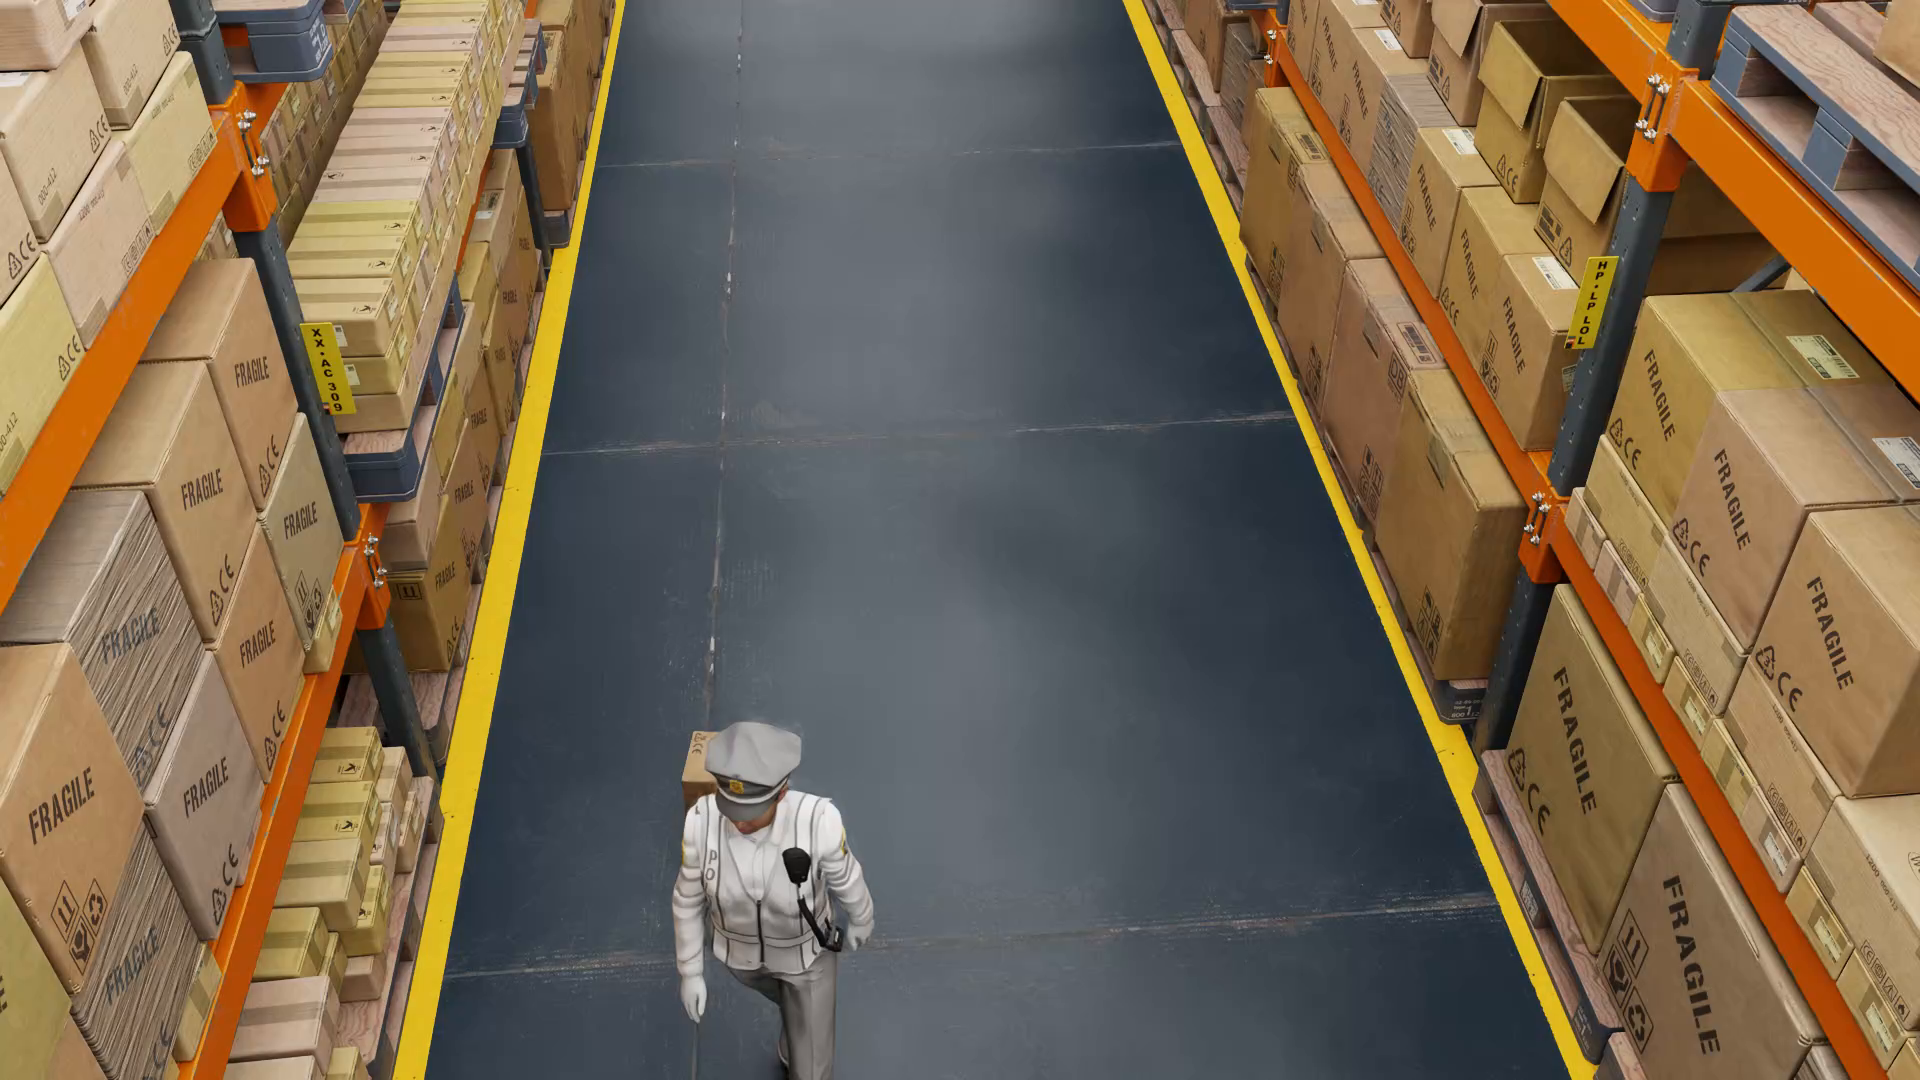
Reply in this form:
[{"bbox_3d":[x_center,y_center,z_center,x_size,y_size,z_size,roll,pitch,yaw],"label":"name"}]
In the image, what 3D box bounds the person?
[{"bbox_3d":[-0.541,1.196,4.672,0.535,1.618,0.935,5,40,6],"label":"person"}]
